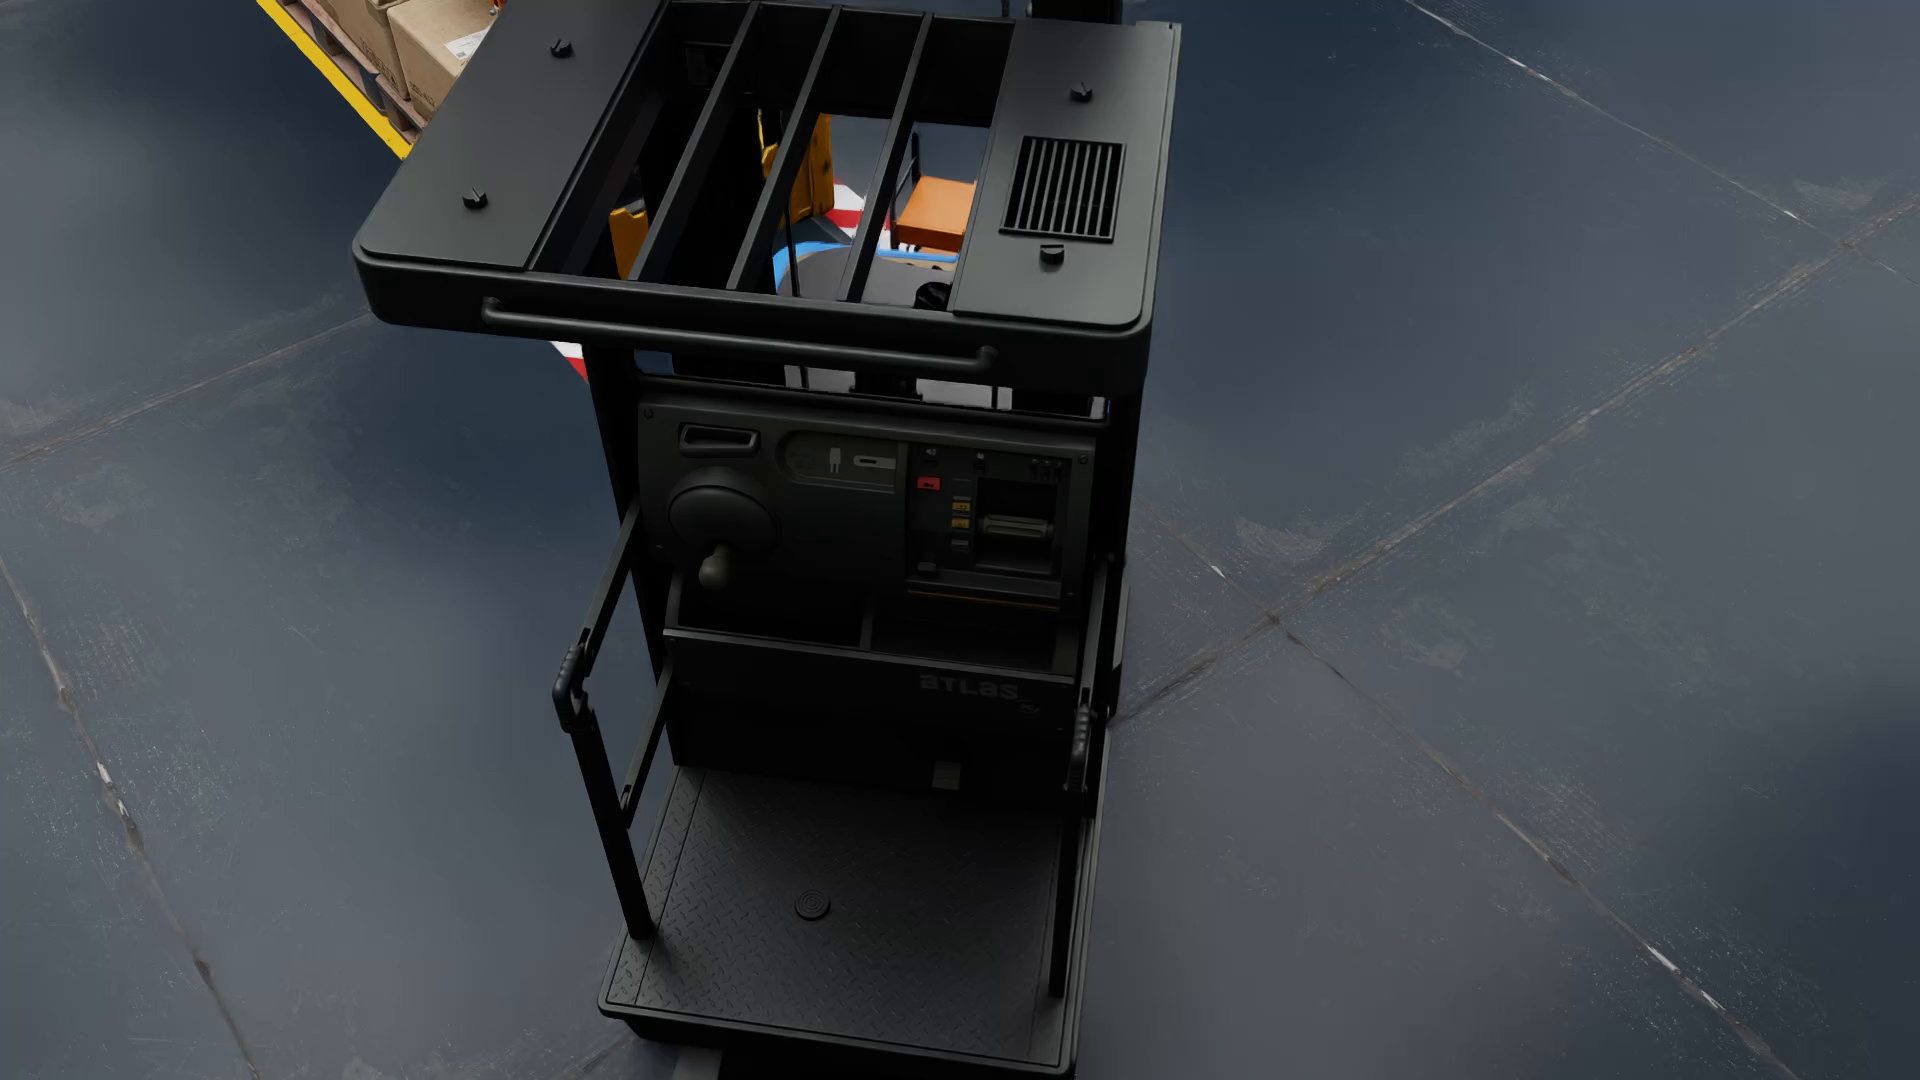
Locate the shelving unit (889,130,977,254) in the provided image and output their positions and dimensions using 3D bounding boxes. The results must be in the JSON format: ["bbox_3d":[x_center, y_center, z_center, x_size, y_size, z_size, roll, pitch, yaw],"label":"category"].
[{"bbox_3d":[0.079,-0.615,4.998,0.503,1.200,0.258,12,49,10],"label":"shelving unit"}]

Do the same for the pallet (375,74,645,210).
[{"bbox_3d":[-1.586,-1.654,6.607,1.003,0.211,1.213,-29,54,-24],"label":"pallet"}]

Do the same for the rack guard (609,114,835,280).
[{"bbox_3d":[-1.025,-1.301,6.092,1.175,0.500,0.348,-29,54,-24],"label":"rack guard"}]

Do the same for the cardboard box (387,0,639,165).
[{"bbox_3d":[-1.519,-1.779,6.284,0.875,0.438,0.875,-31,55,-25],"label":"cardboard box"}]

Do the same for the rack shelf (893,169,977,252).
[{"bbox_3d":[0.079,-0.879,4.707,0.480,0.148,0.258,12,49,10],"label":"rack shelf"}]

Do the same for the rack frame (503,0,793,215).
[{"bbox_3d":[-1.040,-2.155,5.179,1.000,3.000,0.127,-29,54,-24],"label":"rack frame"}]

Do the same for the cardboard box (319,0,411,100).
[{"bbox_3d":[-2.080,-2.315,6.770,0.875,0.438,0.875,-28,54,-23],"label":"cardboard box"}]

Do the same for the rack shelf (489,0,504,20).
[{"bbox_3d":[-2.251,-3.092,6.514,1.077,0.370,4.000,-29,54,-24],"label":"rack shelf"}]

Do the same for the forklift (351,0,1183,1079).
[{"bbox_3d":[-0.227,0.037,3.238,1.130,2.935,3.031,6,48,6],"label":"forklift"}]

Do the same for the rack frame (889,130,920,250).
[{"bbox_3d":[-0.156,-0.664,5.042,0.015,1.200,0.240,12,49,10],"label":"rack frame"}]

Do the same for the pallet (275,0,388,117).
[{"bbox_3d":[-2.321,-2.373,7.259,1.003,0.211,1.213,-29,54,-24],"label":"pallet"}]

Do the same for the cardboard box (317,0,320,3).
[{"bbox_3d":[-2.625,-2.848,7.253,0.875,0.438,0.875,-31,55,-25],"label":"cardboard box"}]

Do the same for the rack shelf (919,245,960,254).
[{"bbox_3d":[0.079,-0.720,4.882,0.480,0.148,0.258,12,49,10],"label":"rack shelf"}]
